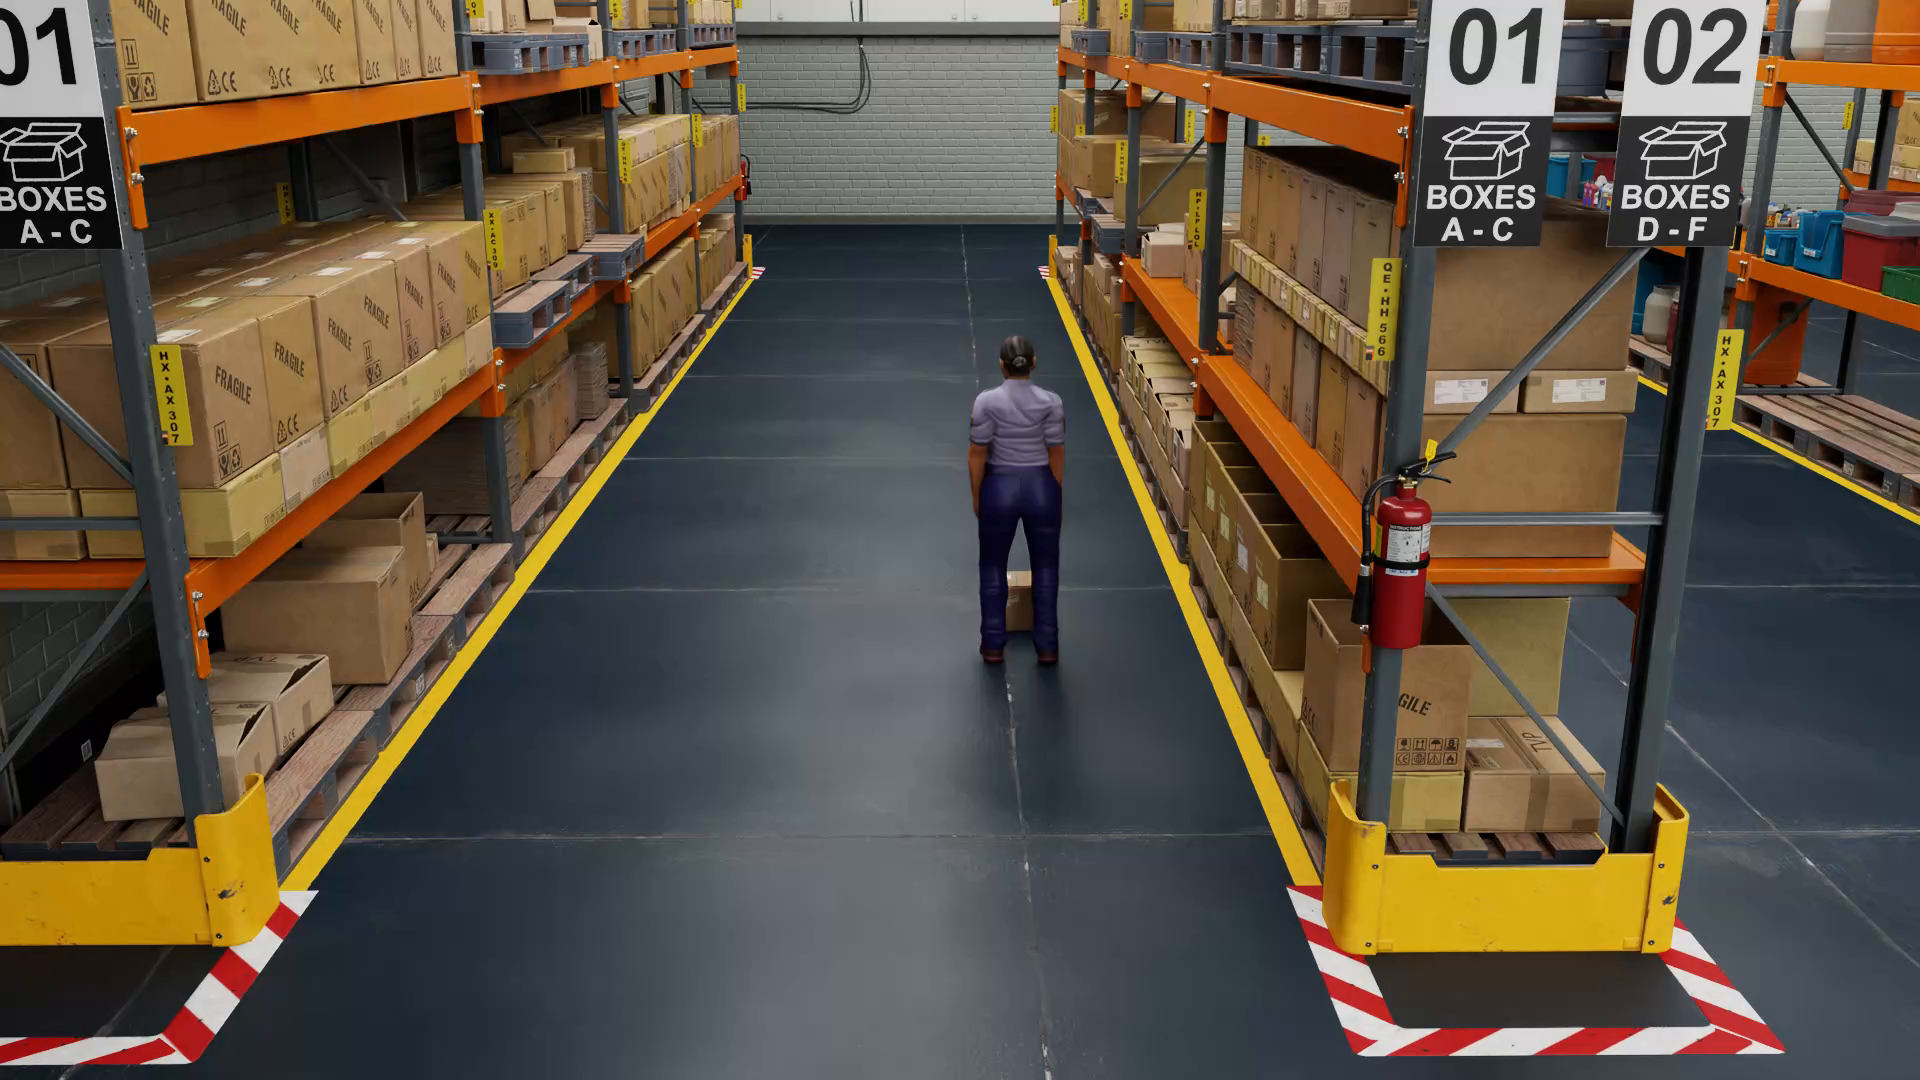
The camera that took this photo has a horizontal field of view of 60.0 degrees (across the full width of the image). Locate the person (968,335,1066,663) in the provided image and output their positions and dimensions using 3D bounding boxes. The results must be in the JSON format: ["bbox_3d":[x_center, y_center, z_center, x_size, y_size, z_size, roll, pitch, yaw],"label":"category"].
[{"bbox_3d":[0.276,-0.193,8.216,0.472,1.641,0.341,0,17,1],"label":"person"}]
